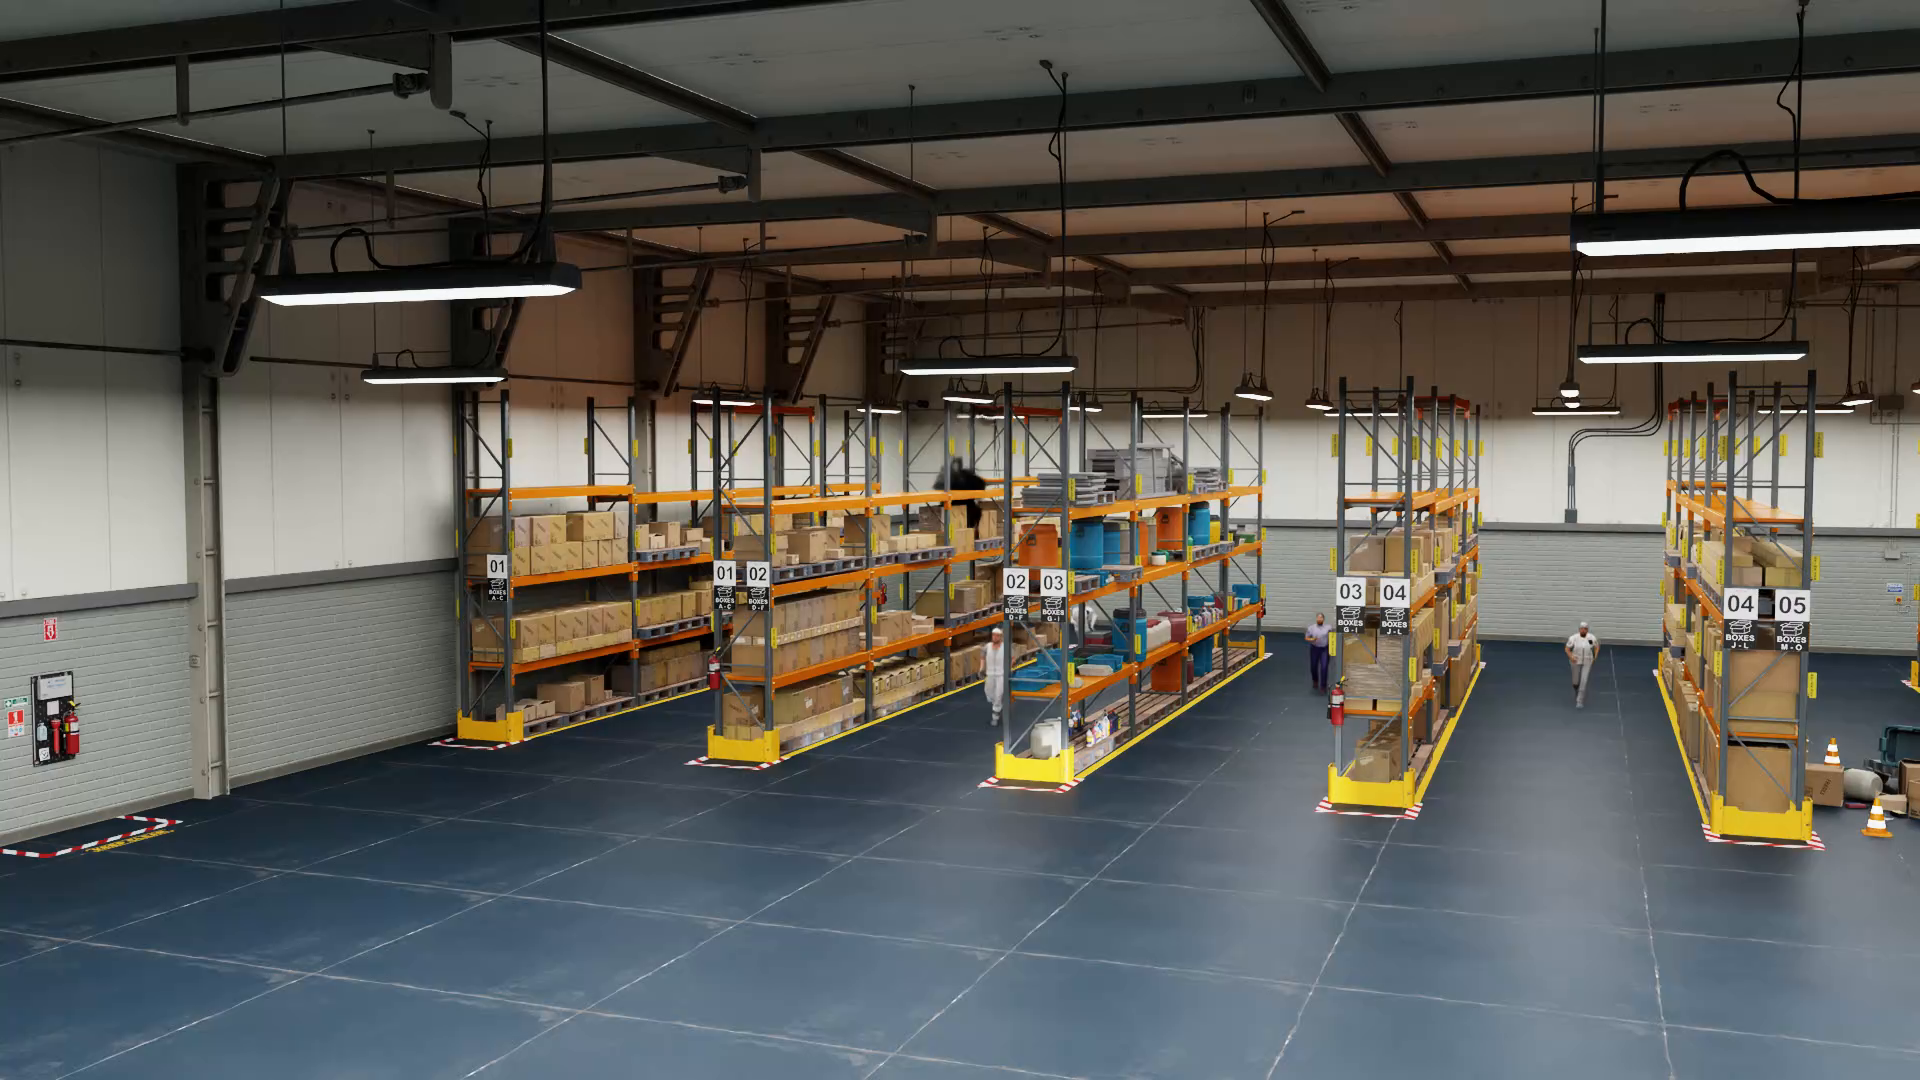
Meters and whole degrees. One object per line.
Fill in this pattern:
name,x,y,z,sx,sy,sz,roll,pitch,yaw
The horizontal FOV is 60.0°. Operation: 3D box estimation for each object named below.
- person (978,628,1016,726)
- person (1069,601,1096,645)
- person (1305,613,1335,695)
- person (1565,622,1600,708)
person,0.683,2.477,30.308,0.670,1.752,0.611,1,3,13
person,2.760,2.088,37.513,0.559,1.719,0.857,1,3,18
person,7.346,2.302,33.930,0.607,1.620,0.941,1,3,16
person,12.131,2.417,32.414,0.630,1.651,0.758,1,3,18
